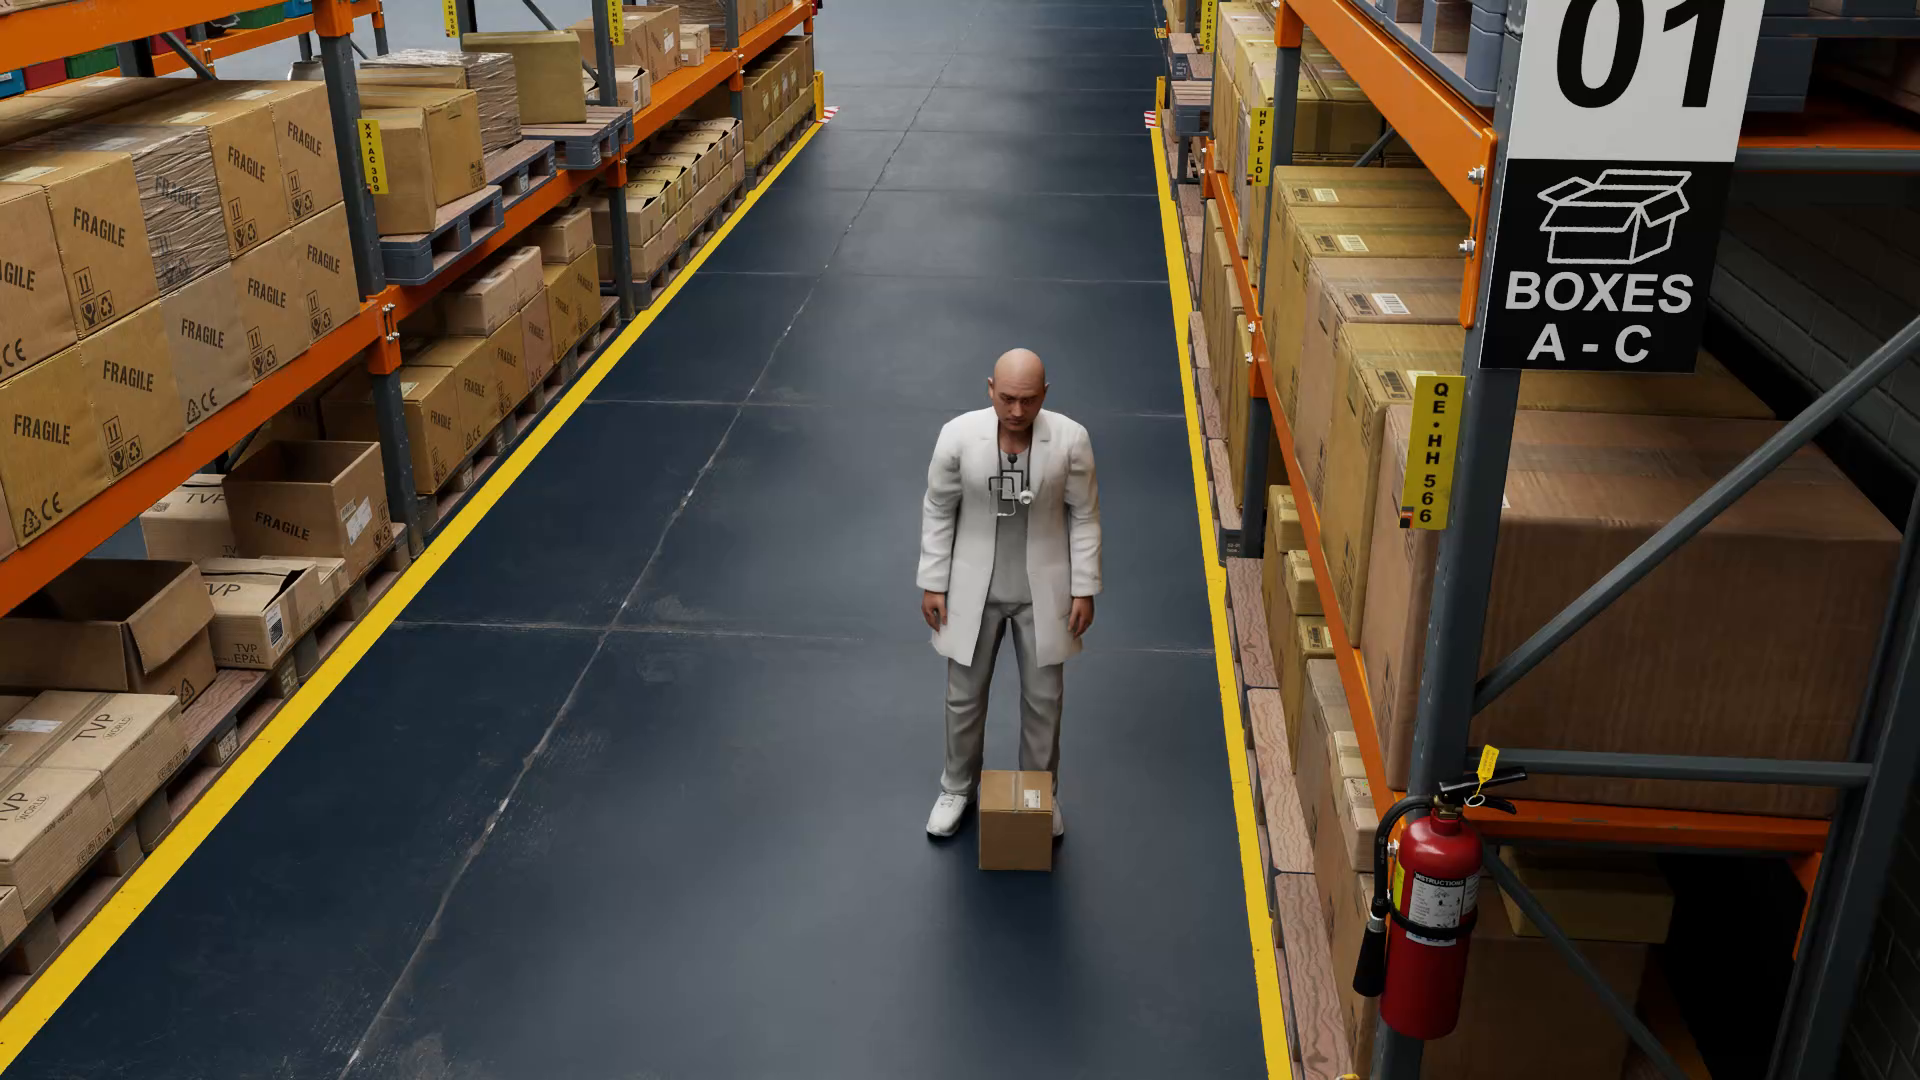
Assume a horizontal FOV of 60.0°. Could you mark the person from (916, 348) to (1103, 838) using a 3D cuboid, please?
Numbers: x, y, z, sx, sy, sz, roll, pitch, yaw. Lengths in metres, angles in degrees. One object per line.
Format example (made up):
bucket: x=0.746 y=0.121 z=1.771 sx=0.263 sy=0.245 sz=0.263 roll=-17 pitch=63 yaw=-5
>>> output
person: x=0.169 y=0.266 z=5.753 sx=0.640 sy=1.592 sz=0.429 roll=1 pitch=24 yaw=3
